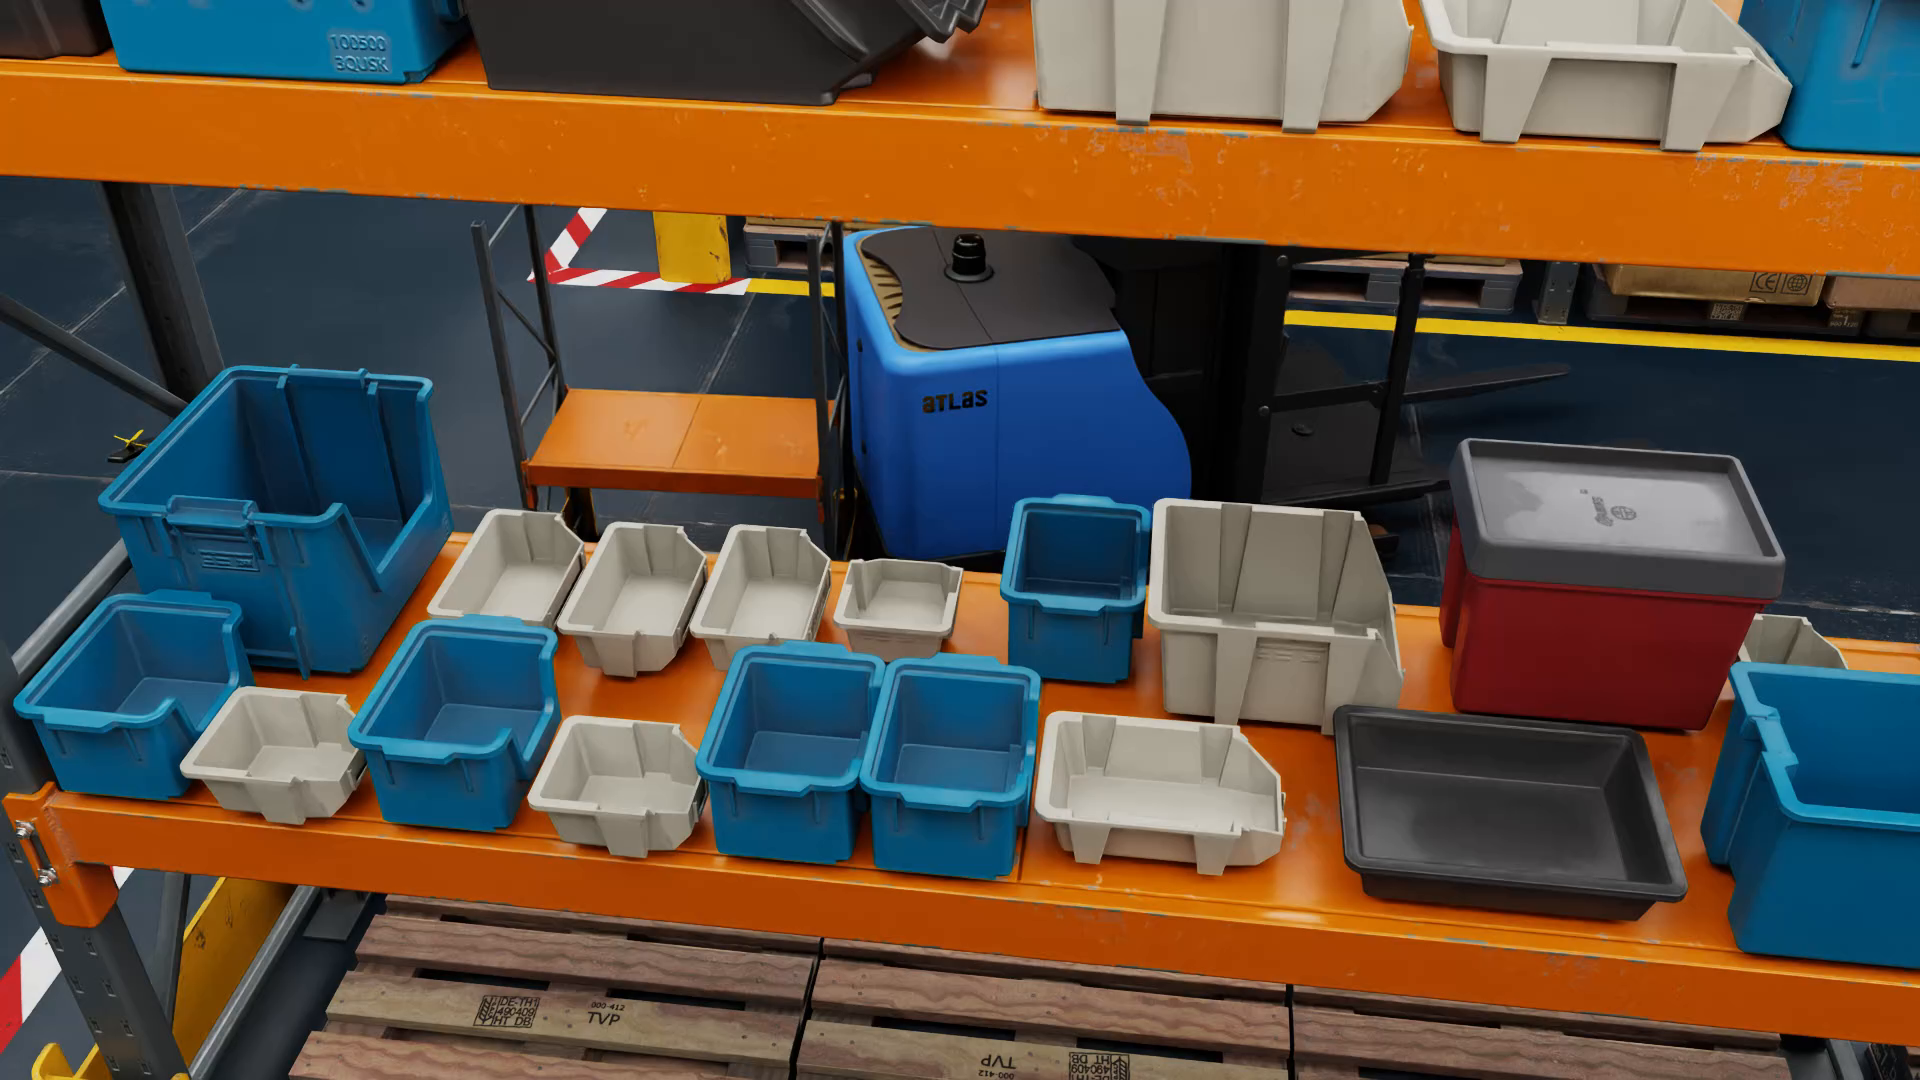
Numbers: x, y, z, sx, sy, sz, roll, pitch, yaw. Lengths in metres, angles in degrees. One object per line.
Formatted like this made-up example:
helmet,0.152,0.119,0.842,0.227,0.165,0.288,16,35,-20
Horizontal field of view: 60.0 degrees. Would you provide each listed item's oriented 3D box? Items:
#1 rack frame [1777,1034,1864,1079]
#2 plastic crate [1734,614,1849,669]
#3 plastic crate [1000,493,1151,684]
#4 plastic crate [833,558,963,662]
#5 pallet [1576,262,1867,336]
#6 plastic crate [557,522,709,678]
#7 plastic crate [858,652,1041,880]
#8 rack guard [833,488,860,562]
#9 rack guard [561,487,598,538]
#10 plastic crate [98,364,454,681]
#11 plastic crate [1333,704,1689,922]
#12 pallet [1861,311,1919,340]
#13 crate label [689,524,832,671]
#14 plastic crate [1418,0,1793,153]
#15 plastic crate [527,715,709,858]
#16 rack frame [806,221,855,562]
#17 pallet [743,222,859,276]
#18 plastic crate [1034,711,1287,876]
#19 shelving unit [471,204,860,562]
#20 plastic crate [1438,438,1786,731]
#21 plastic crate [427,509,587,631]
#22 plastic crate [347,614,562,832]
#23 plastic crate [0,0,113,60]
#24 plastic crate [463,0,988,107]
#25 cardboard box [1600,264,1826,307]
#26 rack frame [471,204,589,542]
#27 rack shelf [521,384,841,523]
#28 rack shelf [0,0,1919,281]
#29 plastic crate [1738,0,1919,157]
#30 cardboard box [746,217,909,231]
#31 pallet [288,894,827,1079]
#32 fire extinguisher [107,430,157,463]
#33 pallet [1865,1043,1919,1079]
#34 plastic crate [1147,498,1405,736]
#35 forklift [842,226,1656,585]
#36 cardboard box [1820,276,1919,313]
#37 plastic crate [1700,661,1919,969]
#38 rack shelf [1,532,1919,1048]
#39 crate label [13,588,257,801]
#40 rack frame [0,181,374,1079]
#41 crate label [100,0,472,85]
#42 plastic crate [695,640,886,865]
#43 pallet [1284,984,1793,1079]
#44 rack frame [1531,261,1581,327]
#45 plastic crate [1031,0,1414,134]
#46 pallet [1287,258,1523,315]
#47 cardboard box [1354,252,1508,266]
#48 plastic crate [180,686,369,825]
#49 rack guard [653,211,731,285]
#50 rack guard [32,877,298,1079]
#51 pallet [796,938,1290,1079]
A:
rack frame,2.148,0.362,3.160,0.127,3.000,1.000,4,36,6
plastic crate,1.704,0.328,3.383,0.243,0.136,0.396,4,36,6
plastic crate,0.250,0.114,3.600,0.300,0.233,0.416,4,36,6
plastic crate,-0.127,0.153,3.629,0.250,0.136,0.298,4,36,6
pallet,3.554,-1.343,7.950,1.213,0.211,1.003,4,36,6
plastic crate,-0.702,0.135,3.654,0.243,0.136,0.396,4,36,6
plastic crate,-0.013,0.438,3.147,0.300,0.233,0.416,4,36,6
rack guard,-0.438,0.083,5.918,0.087,0.250,0.587,3,36,4
rack guard,-1.431,0.034,5.987,0.087,0.250,0.587,3,36,4
plastic crate,-1.464,-0.055,3.663,0.499,0.435,0.616,4,36,6
plastic crate,1.003,0.522,3.122,0.590,0.125,0.437,4,36,6
pallet,4.767,-1.254,7.825,1.213,0.211,1.003,4,36,6
crate label,-0.423,0.142,3.645,0.243,0.136,0.396,4,36,6
plastic crate,0.838,-0.626,2.190,0.466,0.136,0.293,4,36,6
plastic crate,-0.636,0.479,3.172,0.298,0.136,0.250,4,36,6
rack frame,-0.419,-0.424,5.554,0.032,1.500,0.500,3,36,4
pallet,-0.386,-1.638,8.364,1.213,0.211,1.003,4,36,6
plastic crate,0.382,0.490,3.157,0.466,0.136,0.293,4,36,6
shelving unit,-0.935,-0.450,5.589,1.083,1.500,0.587,3,36,4
plastic crate,1.294,0.101,3.419,0.583,0.464,0.402,4,36,6
plastic crate,-0.988,0.105,3.696,0.243,0.136,0.396,4,36,6
plastic crate,-0.964,0.367,3.247,0.300,0.233,0.416,4,36,6
plastic crate,-1.473,-0.912,2.477,0.590,0.269,0.497,4,36,6
plastic crate,-0.339,-0.858,2.341,0.767,0.338,0.504,4,36,6
cardboard box,3.416,-1.762,7.604,0.875,0.875,1.225,4,36,6
rack frame,-1.432,-0.474,5.624,0.032,1.500,0.500,3,36,4
rack shelf,-0.926,-0.303,5.693,1.000,0.185,0.538,3,36,4
rack shelf,0.164,-0.714,2.705,4.000,0.370,1.077,4,36,6
plastic crate,1.204,-0.674,2.174,0.300,0.233,0.416,4,36,6
cardboard box,-0.544,-2.092,8.067,0.875,0.875,0.875,4,36,6
pallet,-1.006,1.285,4.268,1.213,0.211,1.003,4,36,6
fire extinguisher,-1.911,-0.023,4.088,0.183,0.674,0.296,4,36,6
pallet,2.908,1.578,3.857,1.213,0.211,1.003,4,36,6
plastic crate,0.657,0.167,3.484,0.530,0.282,0.437,4,36,6
forklift,1.116,-1.347,5.615,3.031,2.935,1.130,-8,36,-11
cardboard box,4.302,-1.696,7.512,0.875,0.875,1.225,3,36,4
plastic crate,1.641,0.506,2.921,0.575,0.384,0.392,4,36,6
rack shelf,0.164,0.507,3.577,4.000,0.370,1.077,4,36,6
crate label,-1.617,0.318,3.315,0.303,0.233,0.416,4,36,6
rack frame,-1.820,0.066,3.575,0.127,3.000,1.000,4,36,6
crate label,-0.946,-0.840,2.390,0.502,0.251,0.408,4,36,6
plastic crate,-0.311,0.415,3.178,0.300,0.233,0.416,4,36,6
pallet,1.414,1.465,4.015,1.213,0.211,1.003,4,36,6
rack frame,2.779,-2.492,7.159,0.127,3.000,1.000,4,36,6
plastic crate,0.339,-0.765,2.259,0.530,0.282,0.437,4,36,6
pallet,2.034,-1.458,8.111,1.213,0.211,1.003,4,36,6
cardboard box,2.134,-1.893,7.787,0.875,0.875,0.875,4,36,6
plastic crate,-1.309,0.429,3.243,0.298,0.136,0.250,4,36,6
rack guard,-1.212,-1.772,8.302,0.348,0.500,1.175,4,36,6
rack guard,-1.845,1.089,4.293,0.348,0.500,1.175,4,36,6
pallet,0.200,1.376,4.140,1.213,0.211,1.003,4,36,6
